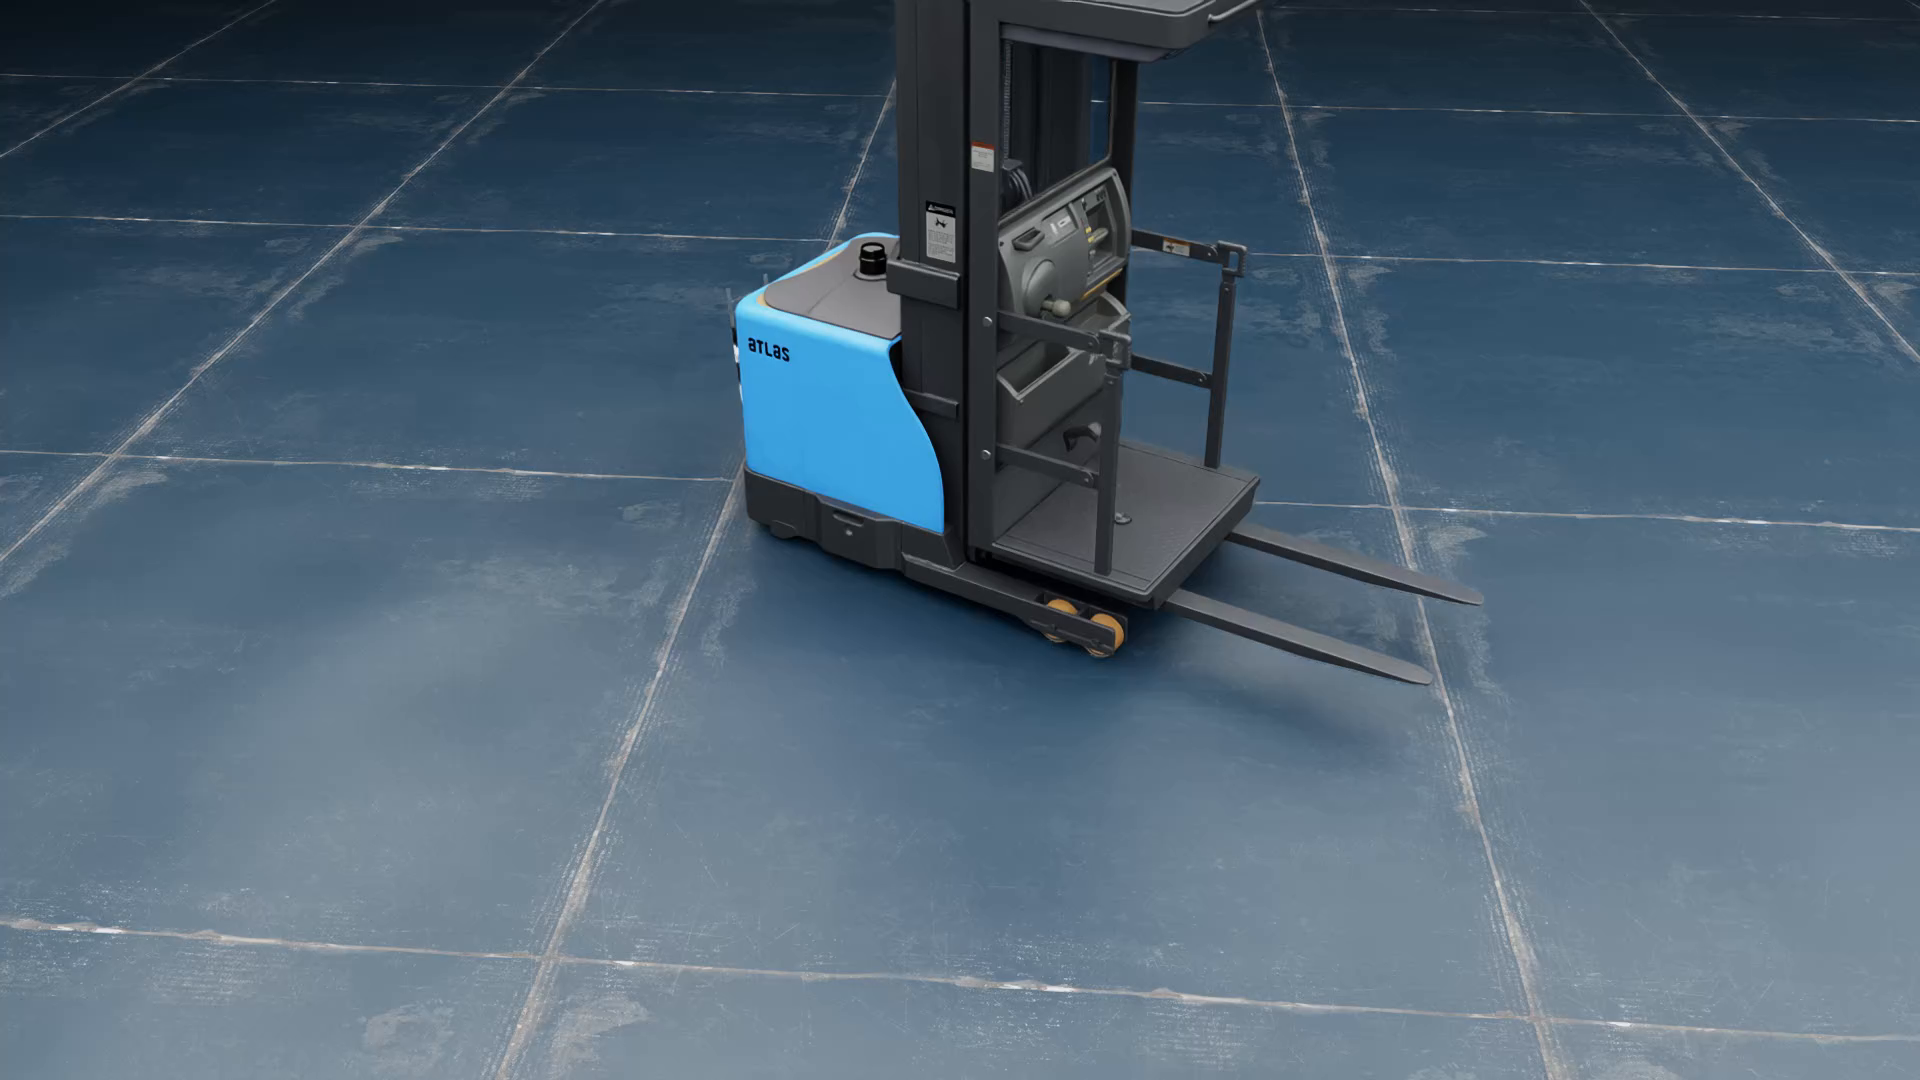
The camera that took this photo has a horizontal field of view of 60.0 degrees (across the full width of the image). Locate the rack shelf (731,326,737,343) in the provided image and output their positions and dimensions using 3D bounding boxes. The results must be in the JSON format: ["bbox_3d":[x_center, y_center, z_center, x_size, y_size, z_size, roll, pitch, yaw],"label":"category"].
[{"bbox_3d":[-0.862,-0.938,7.448,0.200,0.077,0.258,20,37,39],"label":"rack shelf"}]

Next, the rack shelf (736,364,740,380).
[{"bbox_3d":[-0.849,-0.778,7.531,0.200,0.077,0.258,20,37,39],"label":"rack shelf"}]

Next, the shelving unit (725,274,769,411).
[{"bbox_3d":[-0.844,-0.728,7.558,0.210,0.900,0.258,20,37,39],"label":"shelving unit"}]

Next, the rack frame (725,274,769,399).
[{"bbox_3d":[-0.918,-0.756,7.622,0.006,0.900,0.240,20,37,39],"label":"rack frame"}]

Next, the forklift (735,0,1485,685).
[{"bbox_3d":[0.583,-1.108,6.255,3.031,2.935,1.130,18,36,27],"label":"forklift"}]

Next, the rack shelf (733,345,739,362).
[{"bbox_3d":[-0.855,-0.858,7.490,0.200,0.077,0.258,20,37,39],"label":"rack shelf"}]

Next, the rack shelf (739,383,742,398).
[{"bbox_3d":[-0.842,-0.699,7.573,0.200,0.077,0.258,20,37,39],"label":"rack shelf"}]
